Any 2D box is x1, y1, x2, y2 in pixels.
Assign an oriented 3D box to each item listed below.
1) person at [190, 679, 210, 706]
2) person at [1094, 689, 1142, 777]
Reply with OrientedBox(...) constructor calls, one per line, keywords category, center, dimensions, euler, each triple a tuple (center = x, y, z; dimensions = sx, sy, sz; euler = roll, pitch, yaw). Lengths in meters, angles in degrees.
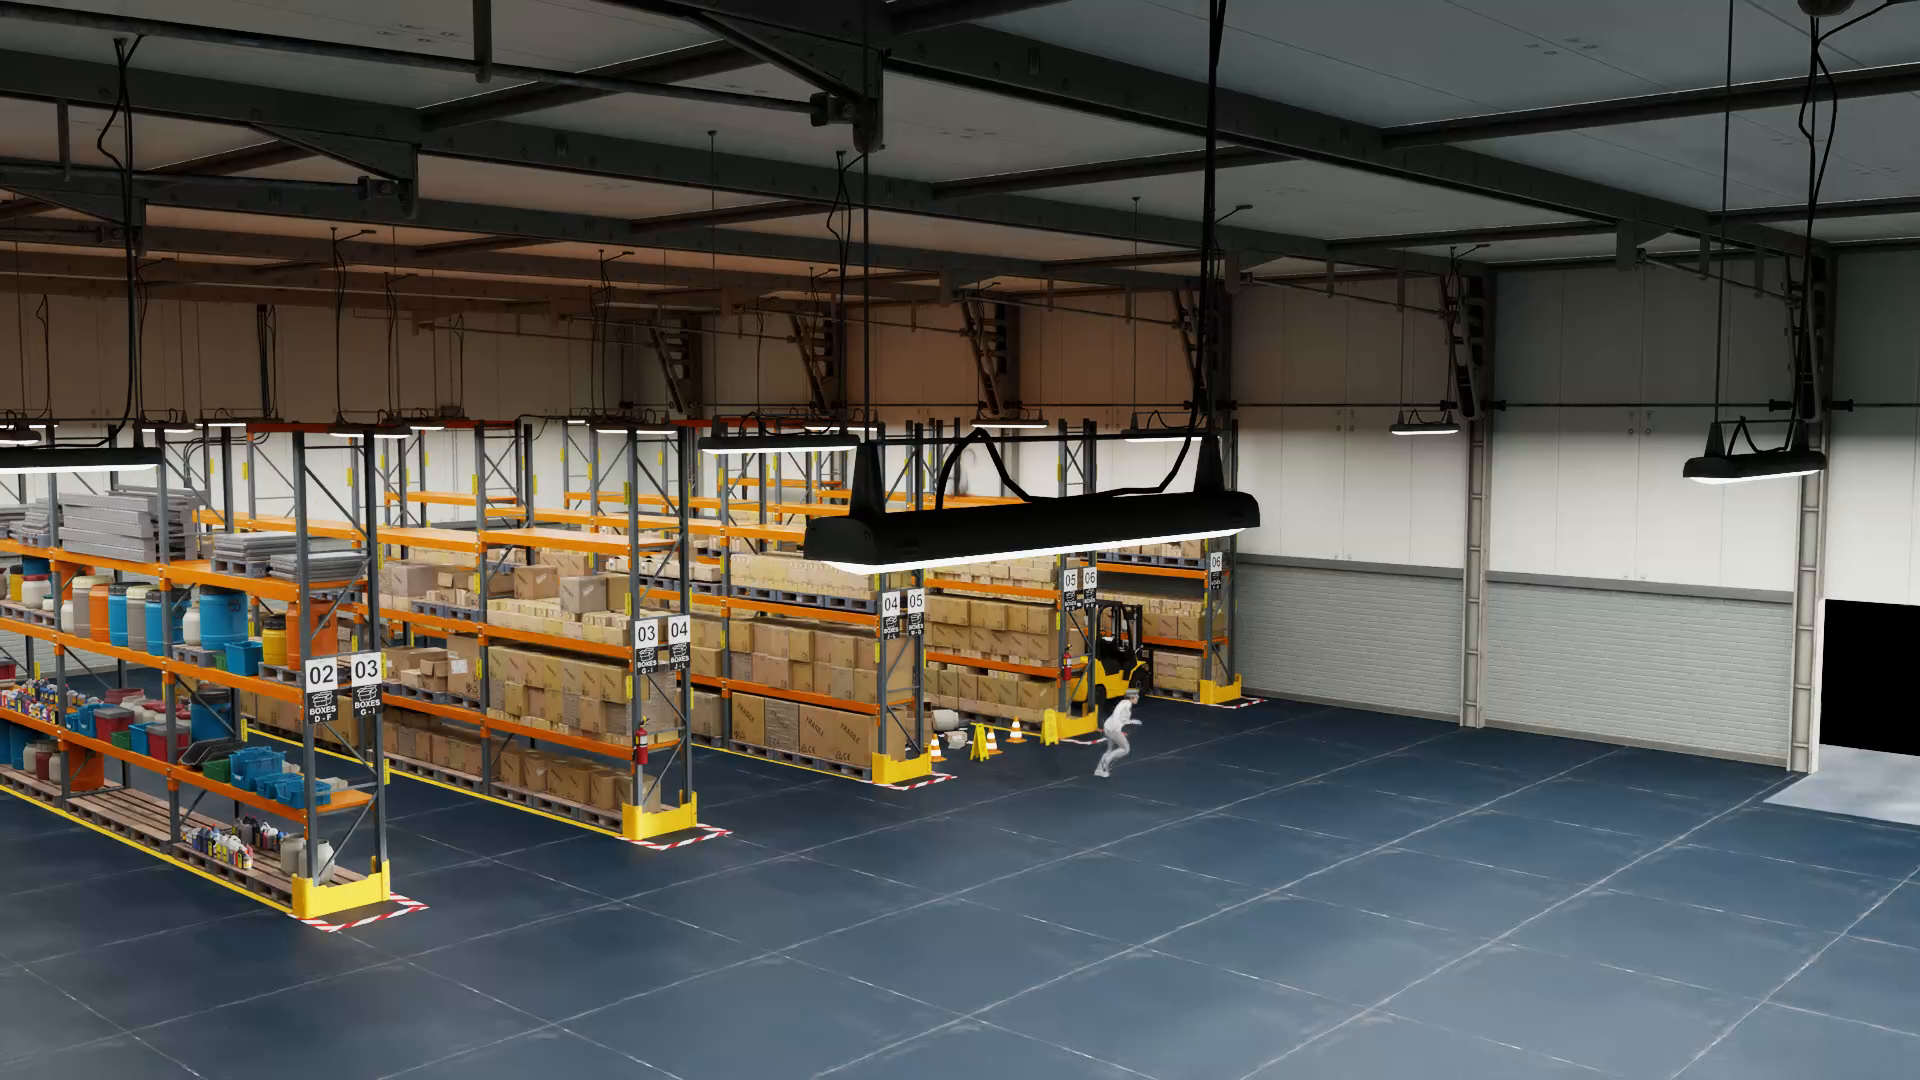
OrientedBox(category="person", center=(-12.916, 3.165, 28.598), dimensions=(0.562, 1.661, 0.561), euler=(3, 5, 31))
OrientedBox(category="person", center=(2.697, 3.284, 28.191), dimensions=(0.816, 1.498, 0.634), euler=(0, 5, -4))
